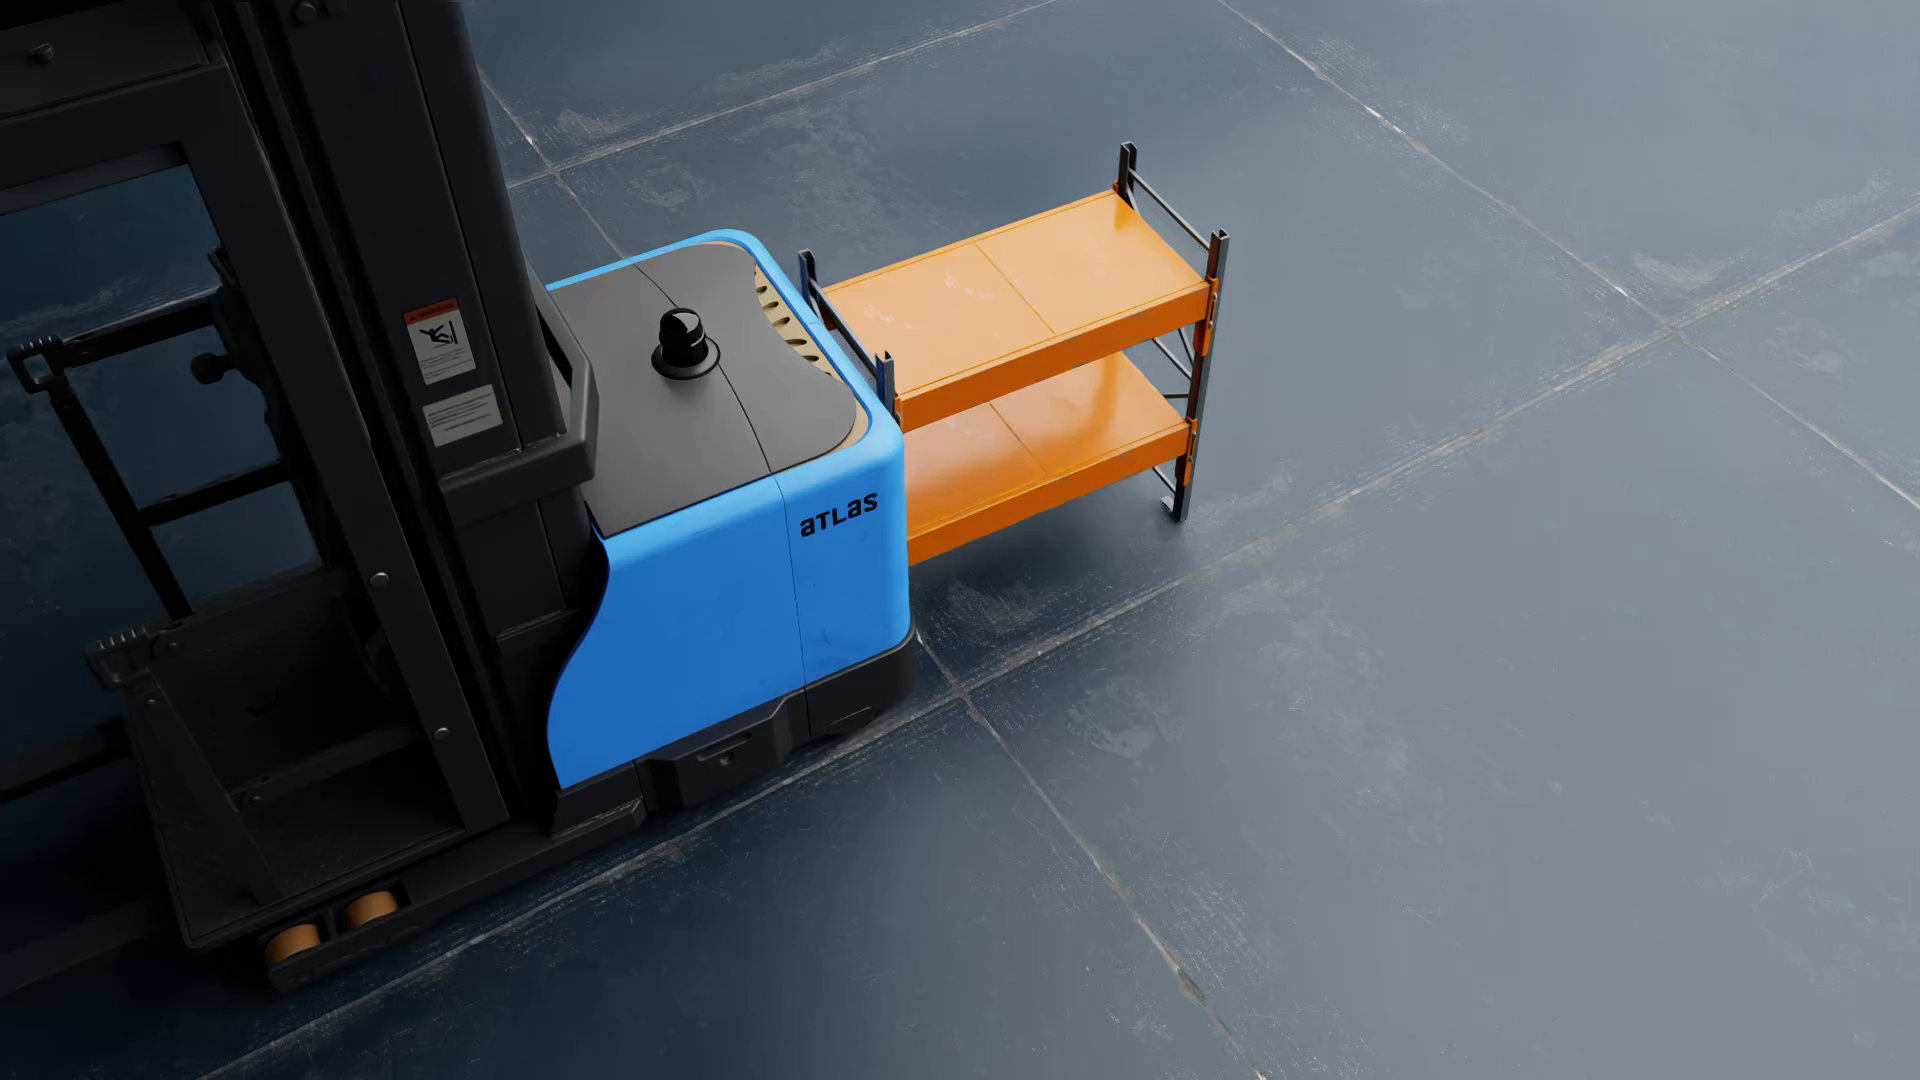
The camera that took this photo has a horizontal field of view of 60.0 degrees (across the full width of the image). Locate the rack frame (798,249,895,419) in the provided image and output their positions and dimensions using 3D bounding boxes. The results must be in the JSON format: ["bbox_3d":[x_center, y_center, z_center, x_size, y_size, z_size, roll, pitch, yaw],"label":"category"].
[{"bbox_3d":[-0.298,-0.235,4.706,0.032,1.125,0.500,-22,52,-19],"label":"rack frame"}]

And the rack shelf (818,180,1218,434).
[{"bbox_3d":[0.148,-0.612,4.650,1.000,0.278,0.538,-22,52,-19],"label":"rack shelf"}]

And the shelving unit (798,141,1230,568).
[{"bbox_3d":[0.148,-0.418,4.869,1.048,1.125,0.538,-22,52,-19],"label":"shelving unit"}]

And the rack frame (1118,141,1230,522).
[{"bbox_3d":[0.593,-0.600,5.031,0.032,1.125,0.500,-22,52,-19],"label":"rack frame"}]

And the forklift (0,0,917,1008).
[{"bbox_3d":[-1.666,-0.296,3.551,3.031,2.935,1.130,-22,52,-19],"label":"forklift"}]

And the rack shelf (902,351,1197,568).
[{"bbox_3d":[0.148,-0.255,5.051,1.000,0.278,0.538,-22,52,-19],"label":"rack shelf"}]
